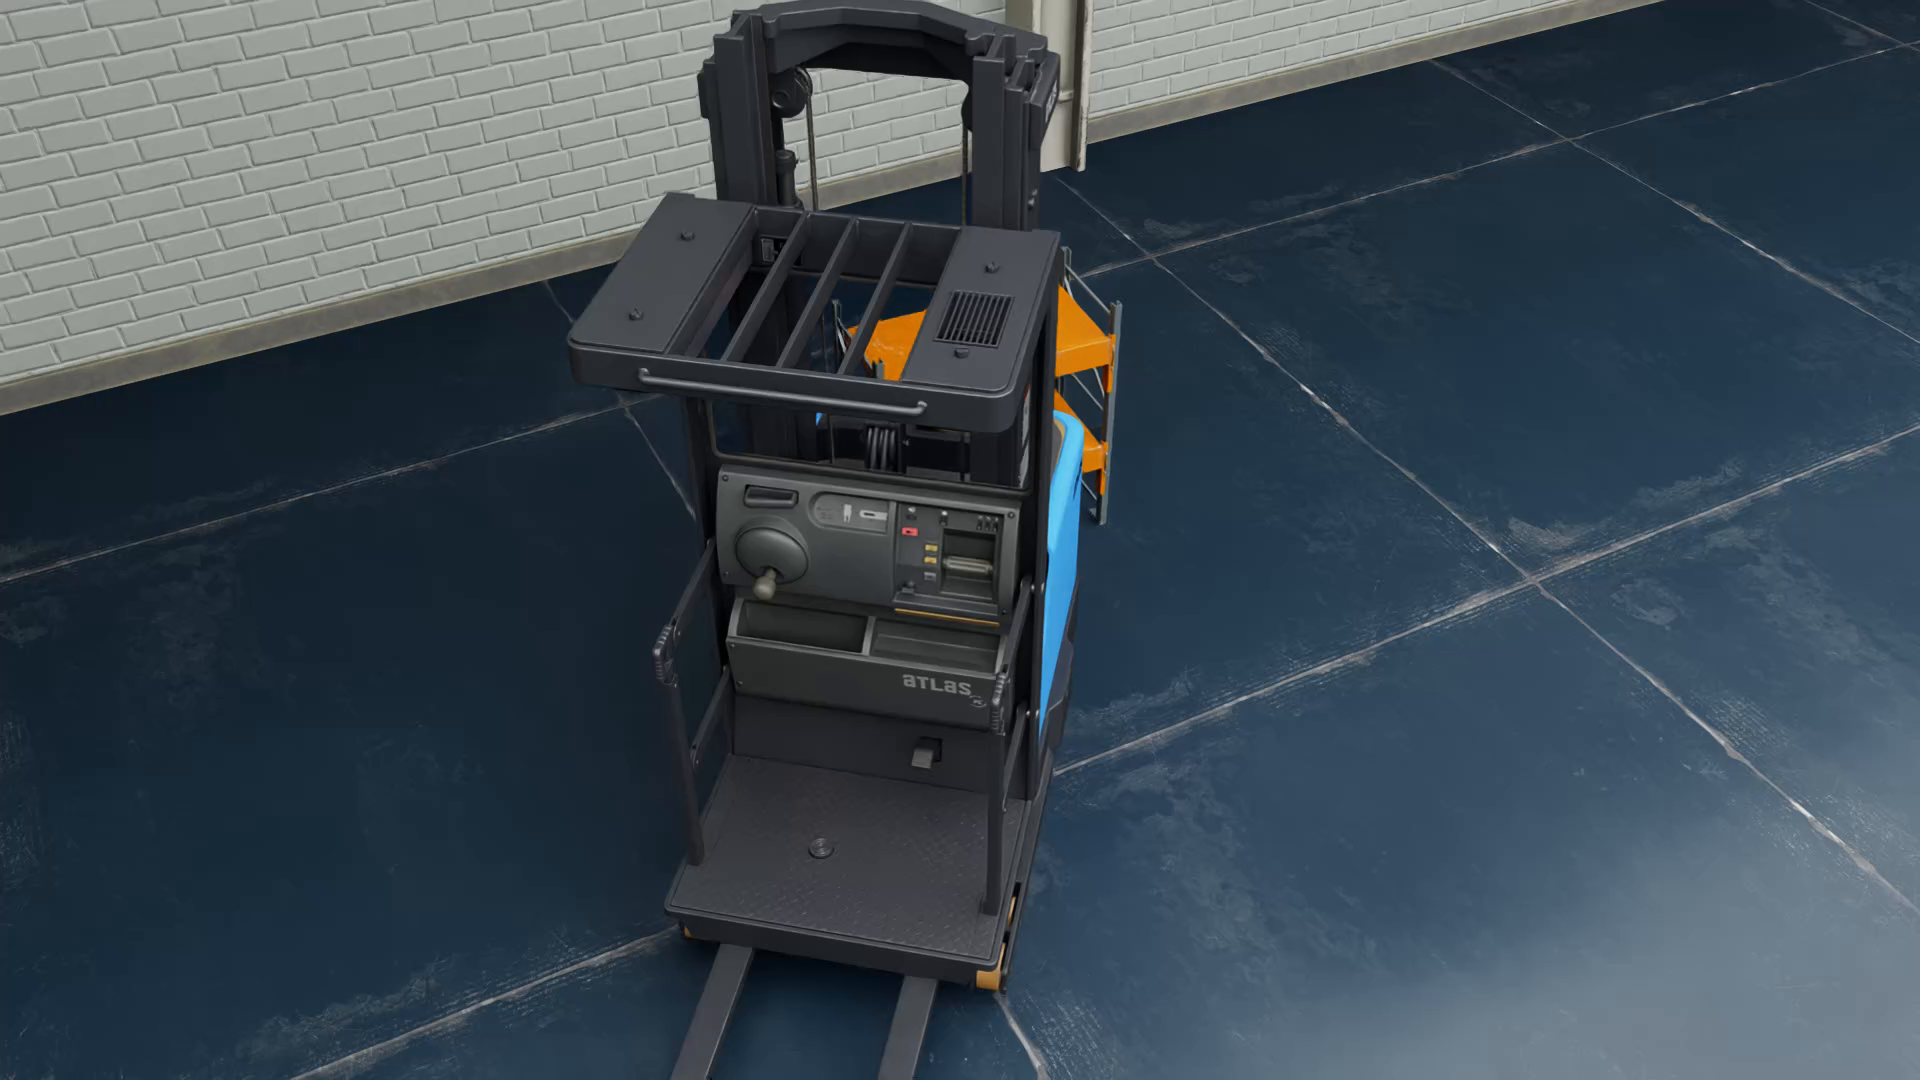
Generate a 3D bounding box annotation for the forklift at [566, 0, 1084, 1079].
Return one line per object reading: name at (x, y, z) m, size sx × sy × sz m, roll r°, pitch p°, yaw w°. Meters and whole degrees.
forklift at (-0.326, 0.100, 4.863) m, size 1.130 × 2.935 × 3.031 m, roll 8°, pitch 41°, yaw 9°

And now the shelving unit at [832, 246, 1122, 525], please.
shelving unit at (0.065, -0.518, 6.992) m, size 1.048 × 1.125 × 0.538 m, roll -16°, pitch 43°, yaw -18°

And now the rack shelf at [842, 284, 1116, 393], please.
rack shelf at (0.065, -0.742, 6.803) m, size 1.000 × 0.278 × 0.538 m, roll -16°, pitch 43°, yaw -18°

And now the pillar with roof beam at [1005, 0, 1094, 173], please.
pillar with roof beam at (2.487, -3.189, 4.052) m, size 0.400 × 9.000 × 9.100 m, roll -19°, pitch 44°, yaw -21°

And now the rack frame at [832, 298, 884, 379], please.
rack frame at (-0.402, -0.389, 6.839) m, size 0.032 × 1.125 × 0.500 m, roll -16°, pitch 43°, yaw -18°

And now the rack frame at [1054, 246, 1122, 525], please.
rack frame at (0.532, -0.648, 7.145) m, size 0.032 × 1.125 × 0.500 m, roll -16°, pitch 43°, yaw -18°

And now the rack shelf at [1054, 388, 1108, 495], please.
rack shelf at (0.065, -0.332, 7.150) m, size 1.000 × 0.278 × 0.538 m, roll -16°, pitch 43°, yaw -18°
